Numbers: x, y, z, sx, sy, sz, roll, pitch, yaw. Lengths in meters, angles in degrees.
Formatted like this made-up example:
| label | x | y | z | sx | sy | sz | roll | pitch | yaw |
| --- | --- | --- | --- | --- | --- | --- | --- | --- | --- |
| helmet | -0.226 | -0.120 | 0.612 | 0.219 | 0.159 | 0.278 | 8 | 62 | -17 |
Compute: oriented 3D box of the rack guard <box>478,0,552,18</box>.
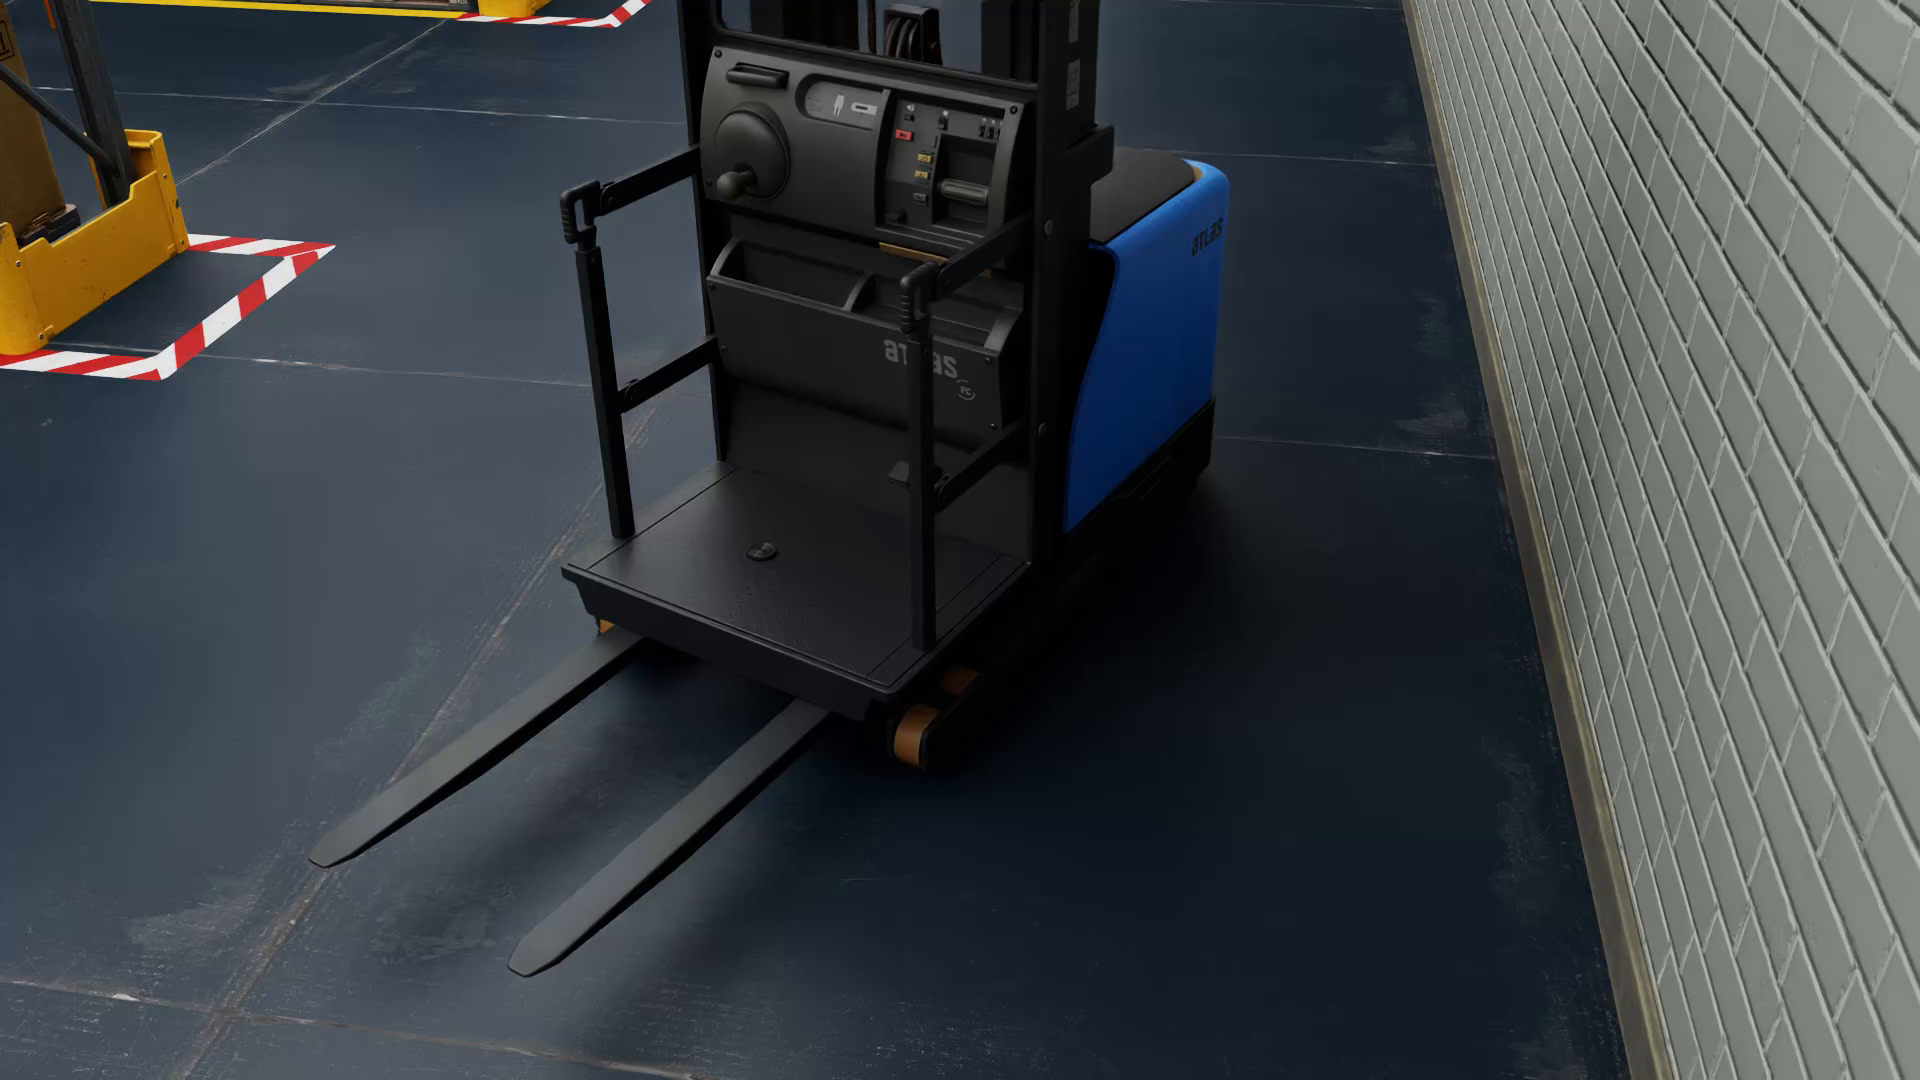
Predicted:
| label | x | y | z | sx | sy | sz | roll | pitch | yaw |
| --- | --- | --- | --- | --- | --- | --- | --- | --- | --- |
| rack guard | -2.807 | -3.832 | 10.902 | 0.348 | 0.500 | 1.175 | 5 | 32 | 8 |

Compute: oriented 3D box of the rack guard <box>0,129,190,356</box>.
| label | x | y | z | sx | sy | sz | roll | pitch | yaw |
| --- | --- | --- | --- | --- | --- | --- | --- | --- | --- |
| rack guard | -3.642 | -1.235 | 6.752 | 0.348 | 0.500 | 1.175 | 5 | 32 | 8 |

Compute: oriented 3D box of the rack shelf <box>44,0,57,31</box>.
| label | x | y | z | sx | sy | sz | roll | pitch | yaw |
| --- | --- | --- | --- | --- | --- | --- | --- | --- | --- |
| rack shelf | -5.637 | -2.171 | 6.569 | 4.000 | 0.370 | 1.077 | 5 | 32 | 8 |

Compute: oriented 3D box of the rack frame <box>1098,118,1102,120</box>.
| label | x | y | z | sx | sy | sz | roll | pitch | yaw |
| --- | --- | --- | --- | --- | --- | --- | --- | --- | --- |
| rack frame | 0.430 | -0.990 | 5.841 | 0.008 | 1.050 | 0.200 | -11 | 33 | -18 |

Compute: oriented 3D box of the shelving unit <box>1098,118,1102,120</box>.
| label | x | y | z | sx | sy | sz | roll | pitch | yaw |
| --- | --- | --- | --- | --- | --- | --- | --- | --- | --- |
| shelving unit | 0.316 | -0.968 | 5.804 | 0.252 | 1.050 | 0.215 | -11 | 33 | -18 |

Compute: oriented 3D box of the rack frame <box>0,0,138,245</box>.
| label | x | y | z | sx | sy | sz | roll | pitch | yaw |
| --- | --- | --- | --- | --- | --- | --- | --- | --- | --- |
| rack frame | -3.666 | -2.297 | 6.093 | 0.127 | 3.000 | 1.000 | 5 | 32 | 8 |

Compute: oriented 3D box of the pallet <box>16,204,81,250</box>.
| label | x | y | z | sx | sy | sz | roll | pitch | yaw |
| --- | --- | --- | --- | --- | --- | --- | --- | --- | --- |
| pallet | -4.467 | -1.145 | 6.881 | 1.213 | 0.211 | 1.003 | 5 | 32 | 8 |

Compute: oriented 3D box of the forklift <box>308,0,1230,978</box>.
| label | x | y | z | sx | sy | sz | roll | pitch | yaw |
| --- | --- | --- | --- | --- | --- | --- | --- | --- | --- |
| forklift | -0.371 | -0.935 | 3.981 | 1.130 | 2.935 | 3.031 | 18 | 36 | 27 |

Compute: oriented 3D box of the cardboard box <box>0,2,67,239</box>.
| label | x | y | z | sx | sy | sz | roll | pitch | yaw |
| --- | --- | --- | --- | --- | --- | --- | --- | --- | --- |
| cardboard box | -4.310 | -1.590 | 6.569 | 0.875 | 0.875 | 0.875 | 5 | 32 | 8 |

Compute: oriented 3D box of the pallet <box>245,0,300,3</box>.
| label | x | y | z | sx | sy | sz | roll | pitch | yaw |
| --- | --- | --- | --- | --- | --- | --- | --- | --- | --- |
| pallet | -4.838 | -3.909 | 11.297 | 1.213 | 0.211 | 1.003 | 5 | 32 | 8 |

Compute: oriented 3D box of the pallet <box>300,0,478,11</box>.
| label | x | y | z | sx | sy | sz | roll | pitch | yaw |
| --- | --- | --- | --- | --- | --- | --- | --- | --- | --- |
| pallet | -3.639 | -3.799 | 11.121 | 1.213 | 0.211 | 1.003 | 5 | 32 | 8 |
